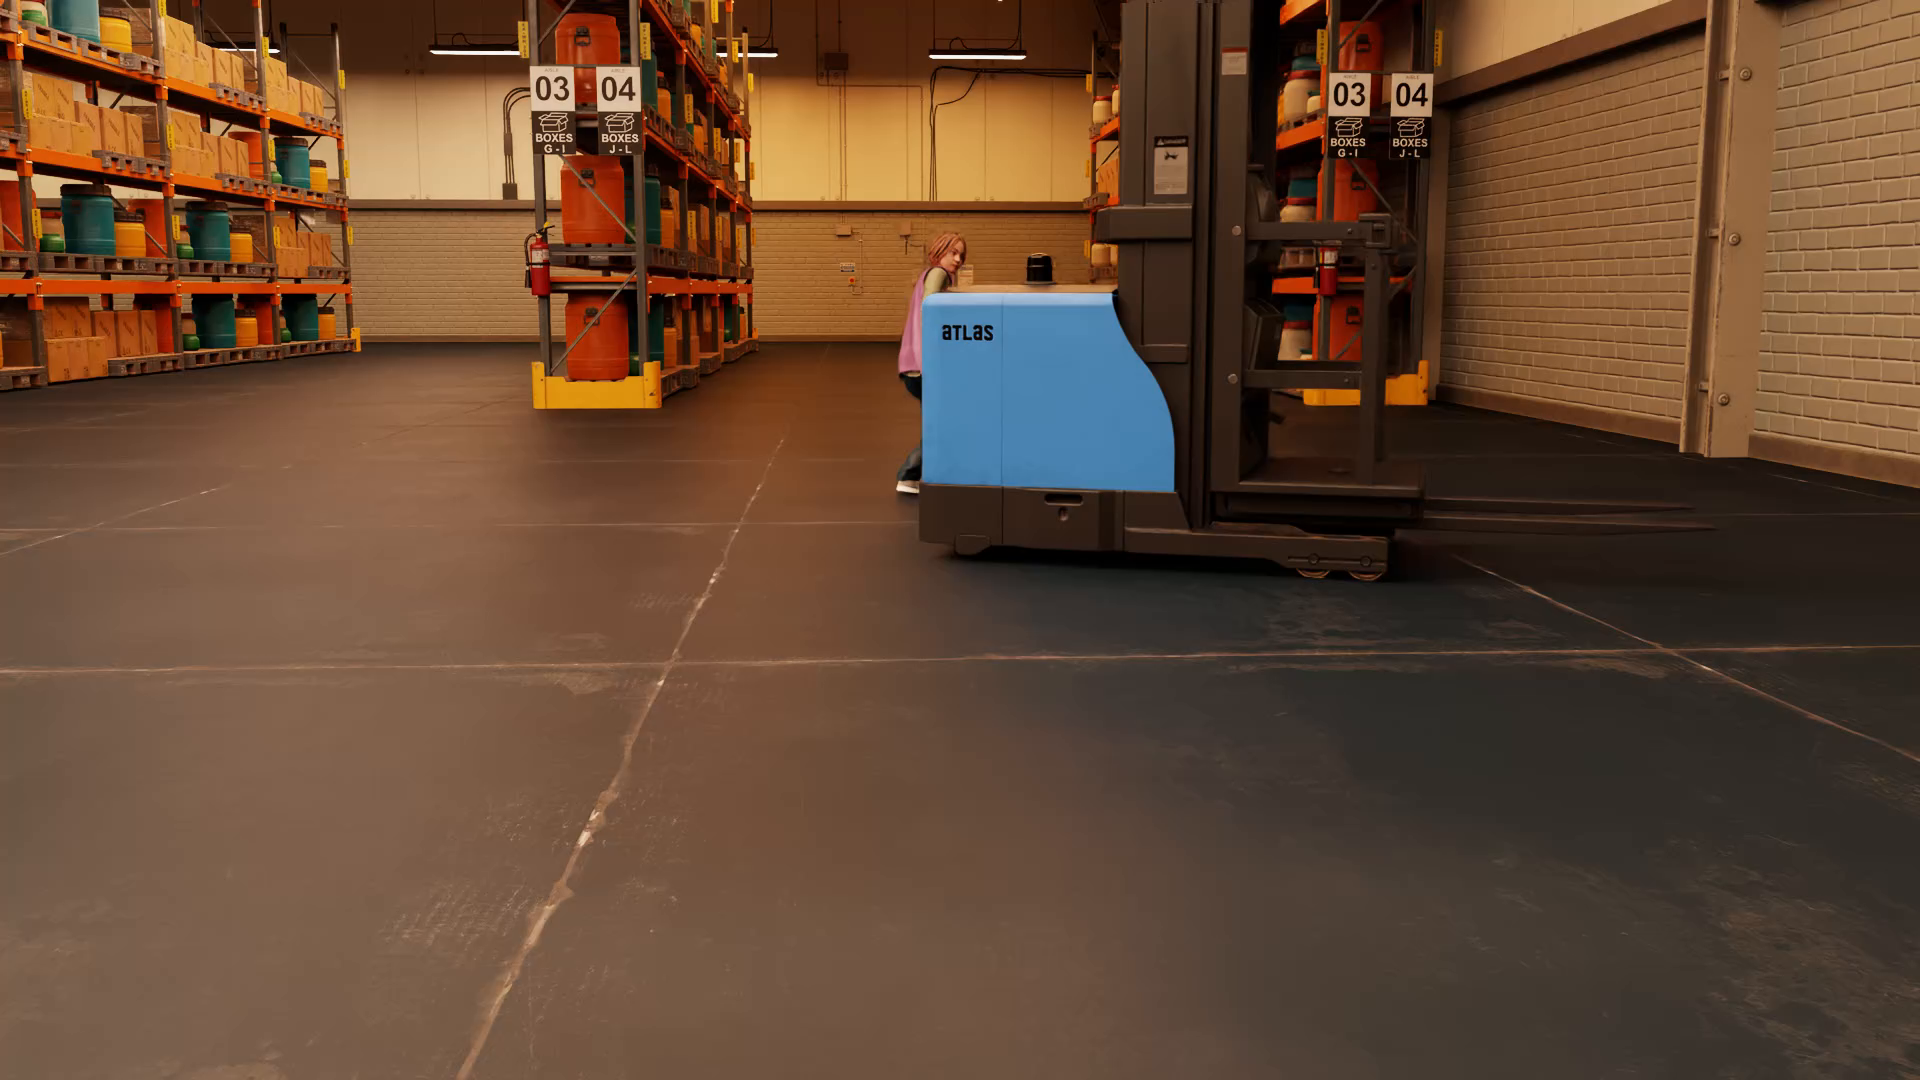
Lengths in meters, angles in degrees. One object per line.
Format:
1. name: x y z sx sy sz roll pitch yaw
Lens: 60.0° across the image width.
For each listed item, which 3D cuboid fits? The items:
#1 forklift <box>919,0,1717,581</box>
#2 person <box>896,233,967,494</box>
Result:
1. forklift: 1.407 -1.381 6.632 3.031 2.935 1.130 2 9 16
2. person: -0.010 -0.927 8.868 0.673 1.409 0.639 -5 10 -29
